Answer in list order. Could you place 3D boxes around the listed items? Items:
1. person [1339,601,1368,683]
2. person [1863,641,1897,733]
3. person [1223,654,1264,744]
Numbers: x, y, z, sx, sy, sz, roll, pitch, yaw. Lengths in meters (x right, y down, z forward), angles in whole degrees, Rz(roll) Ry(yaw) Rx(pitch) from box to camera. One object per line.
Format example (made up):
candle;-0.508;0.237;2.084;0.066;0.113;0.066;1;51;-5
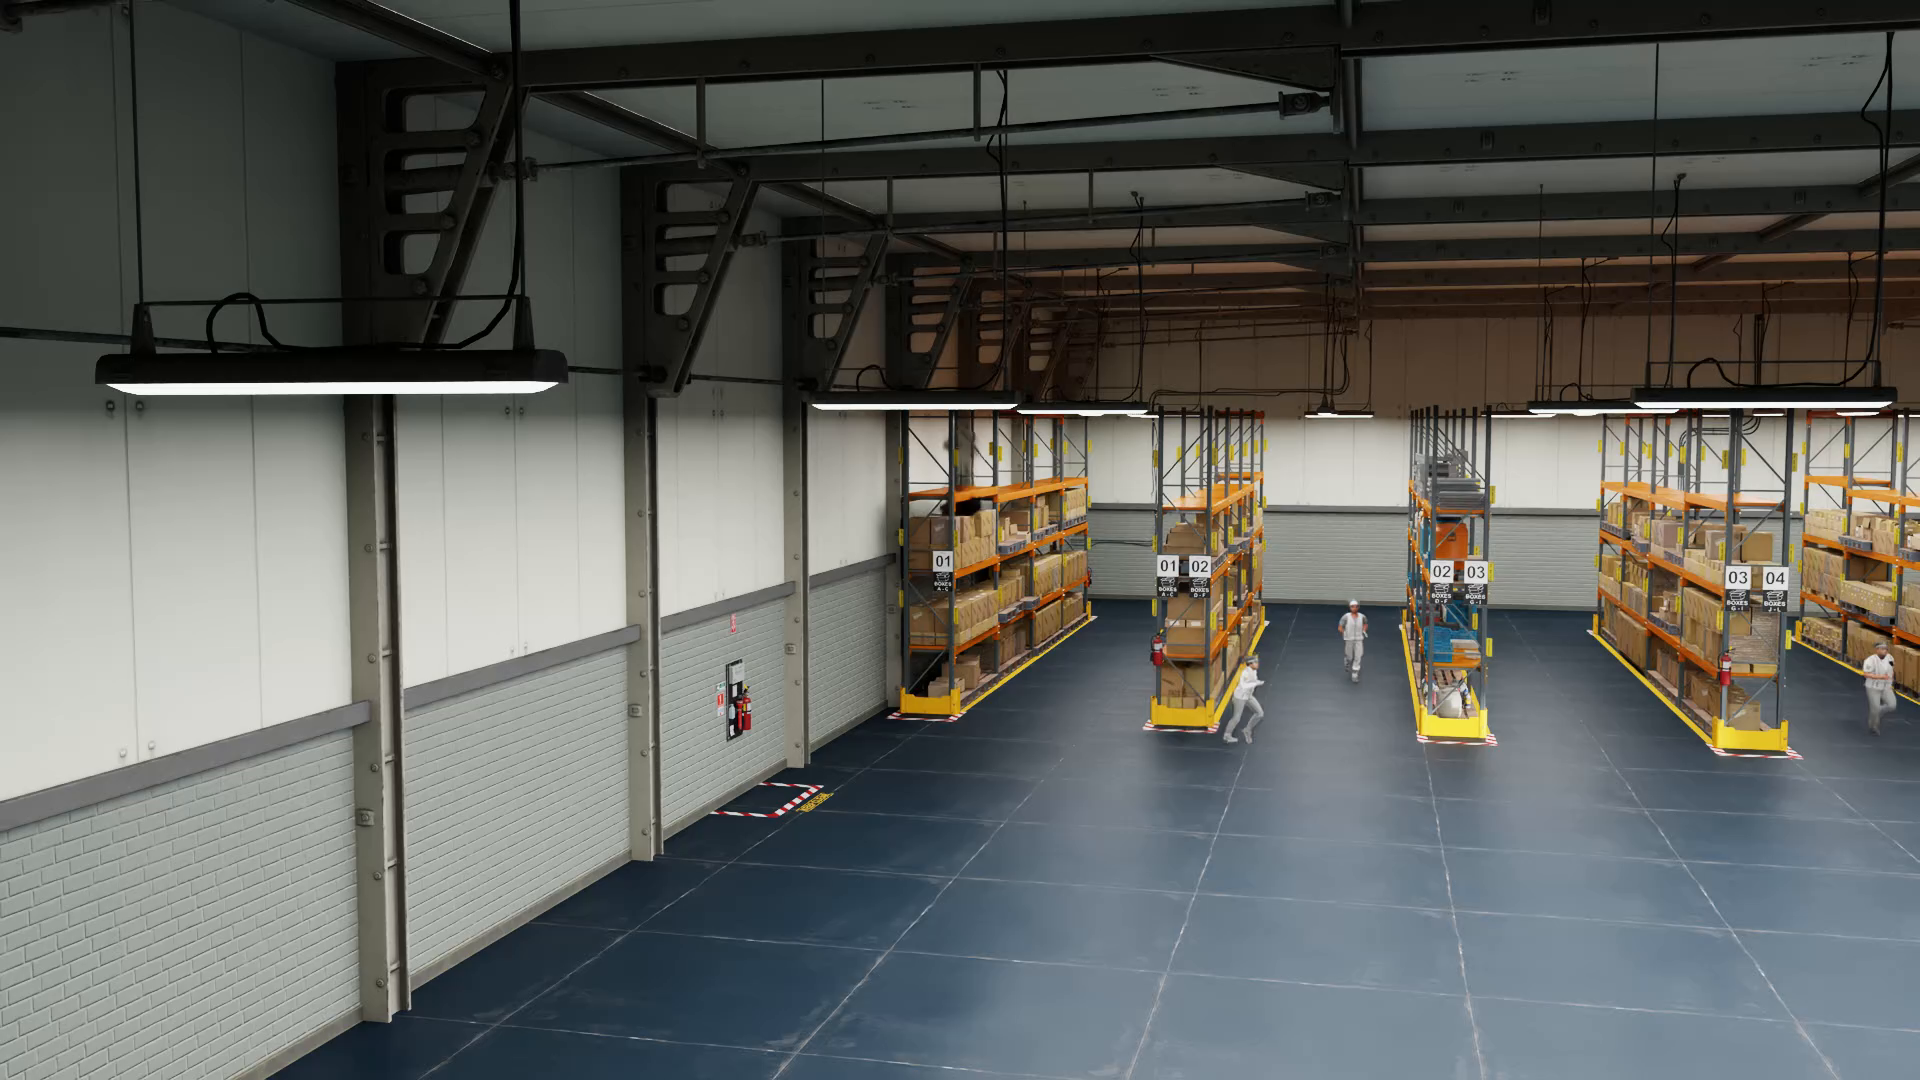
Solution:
person;8.682;2.217;36.651;0.658;1.771;0.863;0;4;2
person;16.792;2.684;30.271;0.708;1.731;0.708;0;4;-4
person;5.011;2.788;29.238;0.838;1.612;0.593;4;6;43
